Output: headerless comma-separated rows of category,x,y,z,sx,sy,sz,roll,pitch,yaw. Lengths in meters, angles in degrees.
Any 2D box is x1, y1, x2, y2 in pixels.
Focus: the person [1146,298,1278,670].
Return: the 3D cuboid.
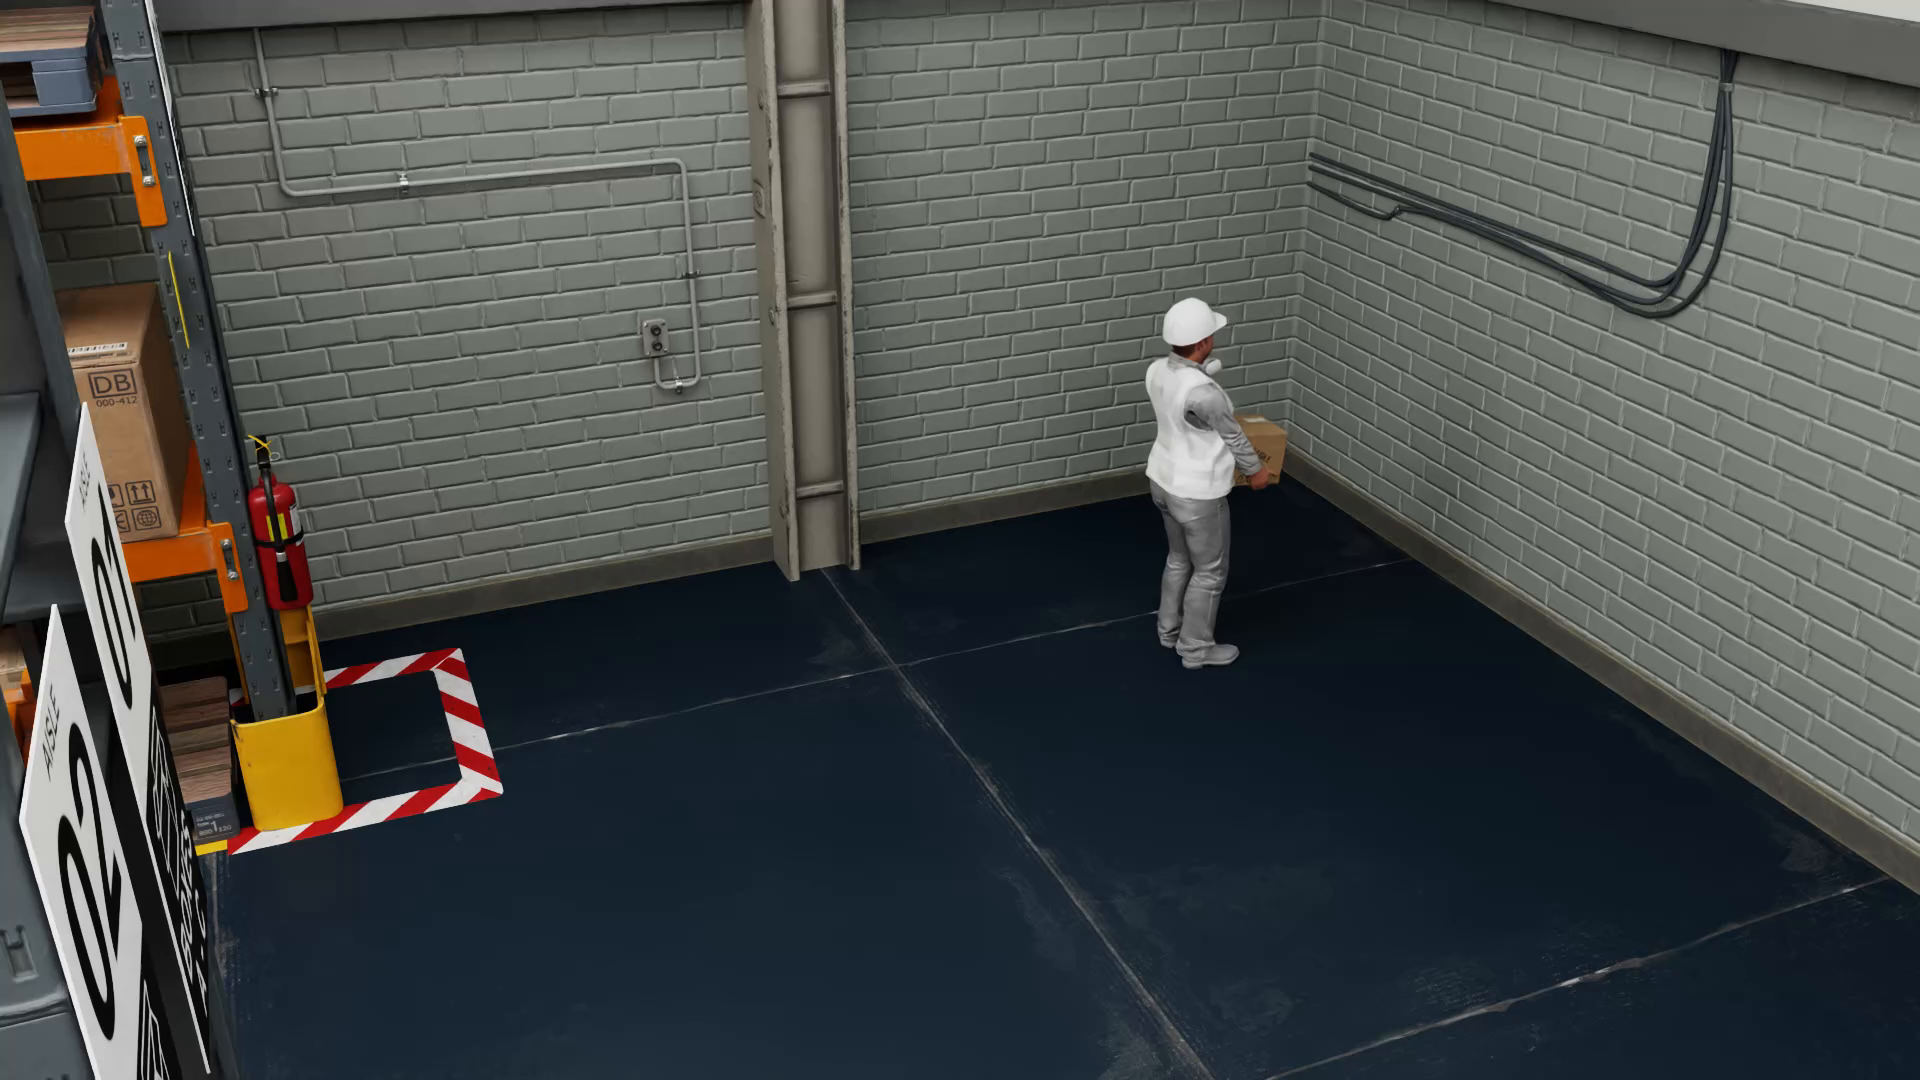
person,1.142,-0.273,7.655,0.553,1.767,0.495,-10,28,-20
